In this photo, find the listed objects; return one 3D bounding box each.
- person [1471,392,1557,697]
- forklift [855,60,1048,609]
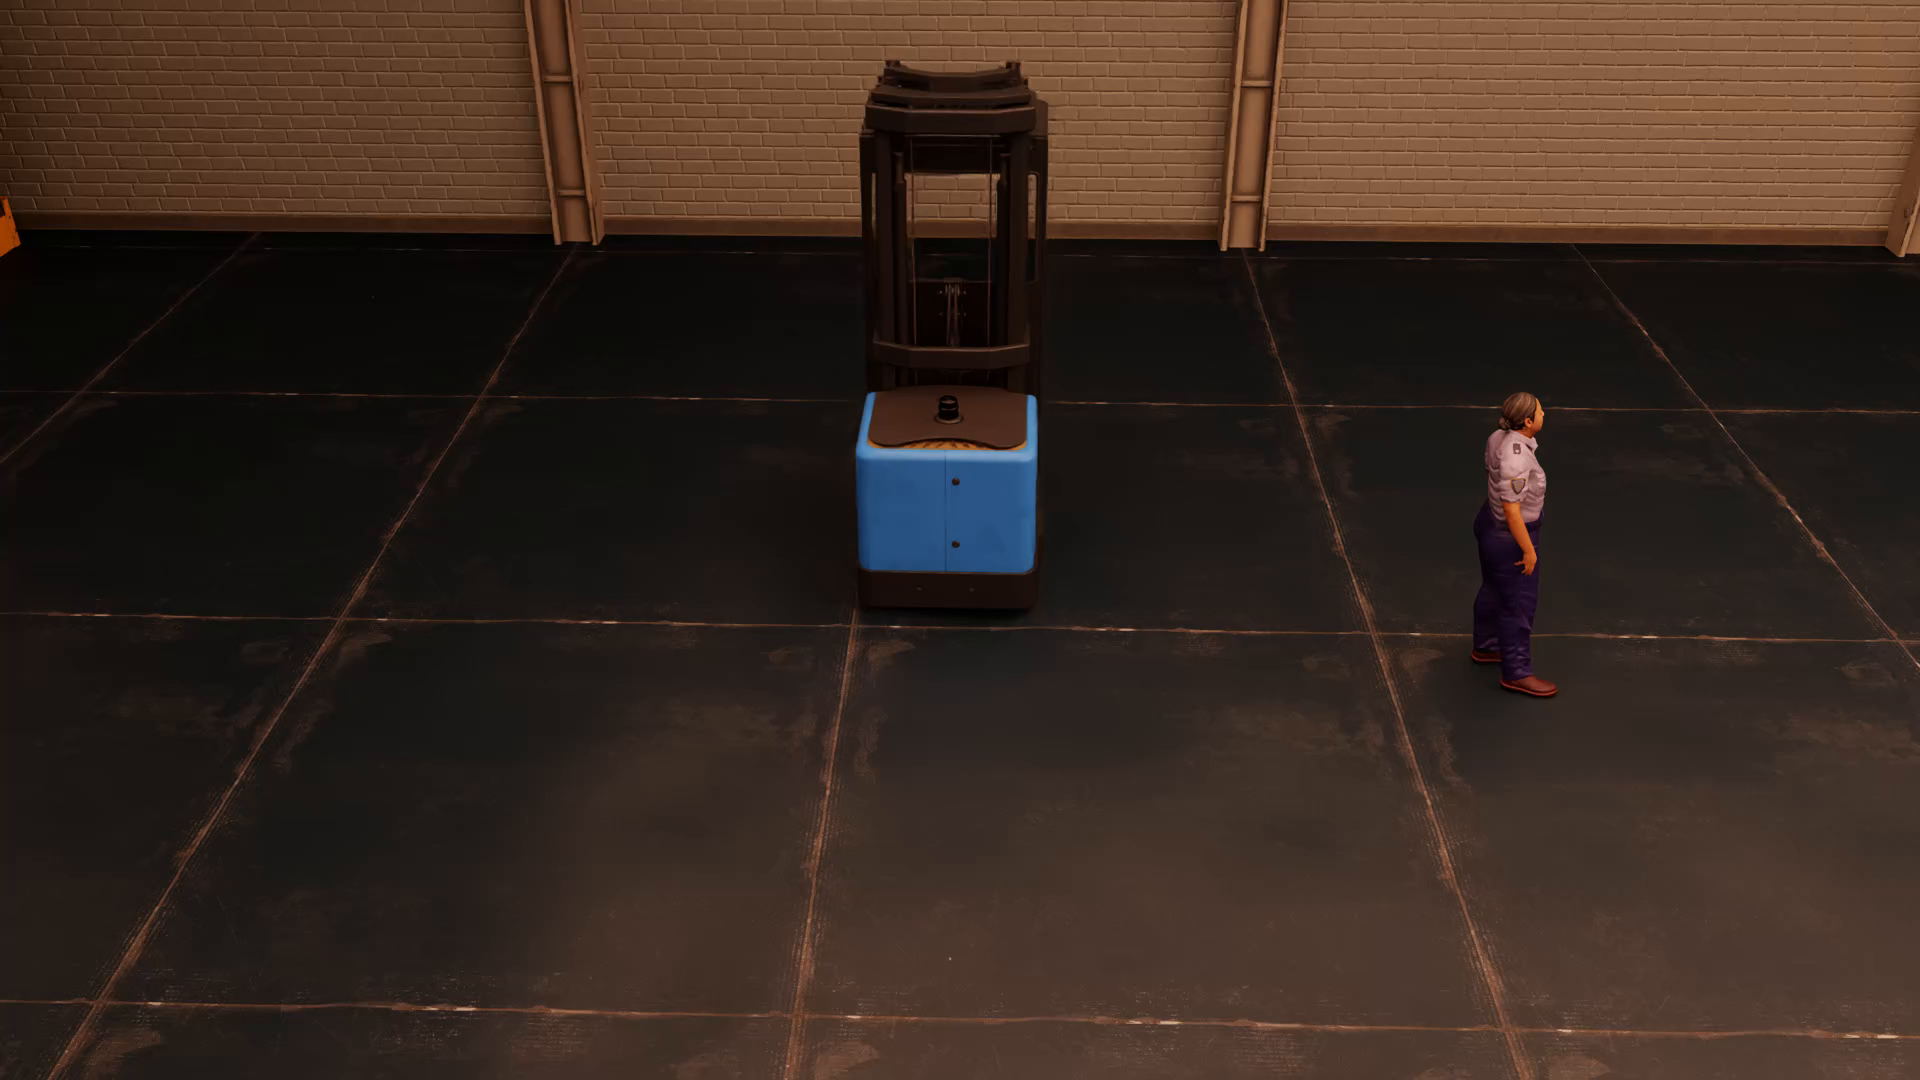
[{"bbox_3d":[3.021,-0.009,8.879,0.502,1.651,0.598,2,31,3],"label":"person"},{"bbox_3d":[-0.026,-1.573,10.282,1.130,2.935,3.031,1,31,2],"label":"forklift"}]
